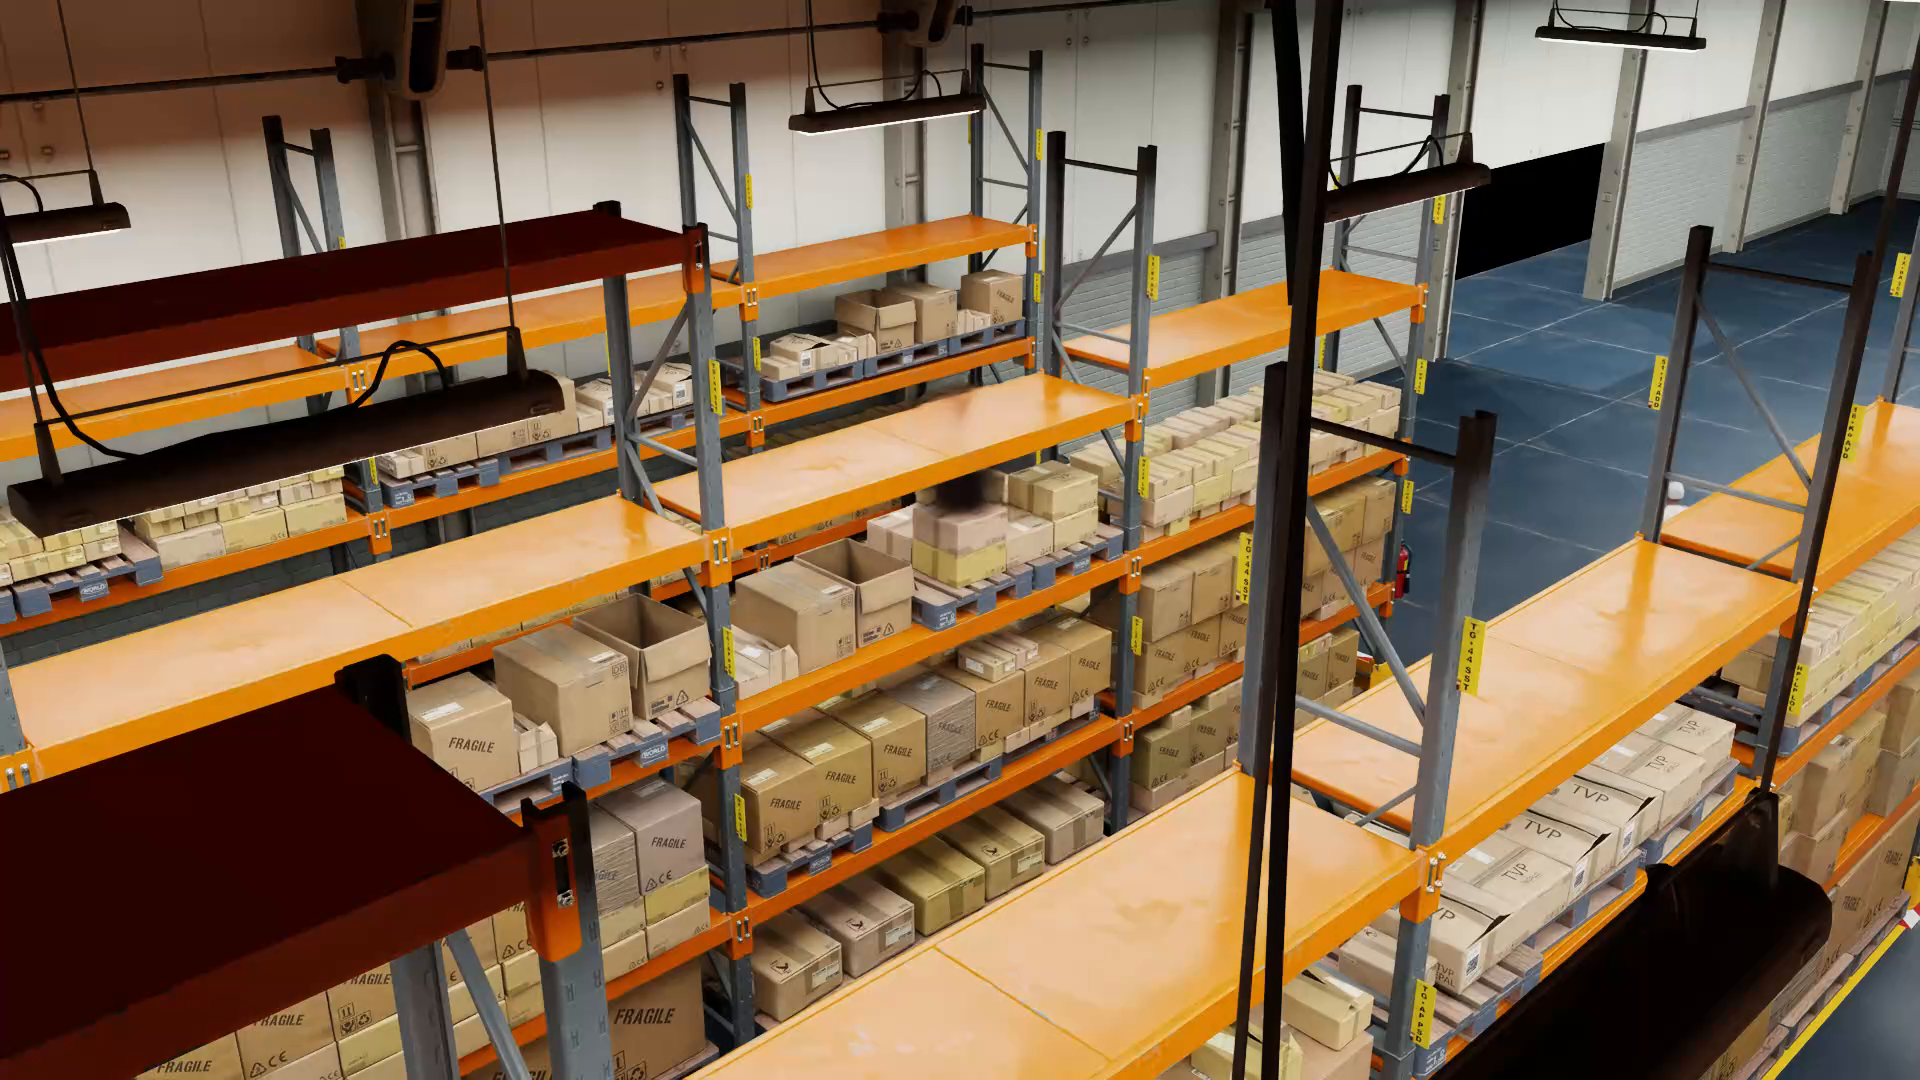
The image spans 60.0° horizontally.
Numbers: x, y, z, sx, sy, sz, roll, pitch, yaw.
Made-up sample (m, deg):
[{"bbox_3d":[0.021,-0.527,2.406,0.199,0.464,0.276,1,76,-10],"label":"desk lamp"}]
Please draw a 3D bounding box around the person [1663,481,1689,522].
[{"bbox_3d":[7.687,0.230,18.064,0.667,1.732,0.782,1,22,2],"label":"person"}]
